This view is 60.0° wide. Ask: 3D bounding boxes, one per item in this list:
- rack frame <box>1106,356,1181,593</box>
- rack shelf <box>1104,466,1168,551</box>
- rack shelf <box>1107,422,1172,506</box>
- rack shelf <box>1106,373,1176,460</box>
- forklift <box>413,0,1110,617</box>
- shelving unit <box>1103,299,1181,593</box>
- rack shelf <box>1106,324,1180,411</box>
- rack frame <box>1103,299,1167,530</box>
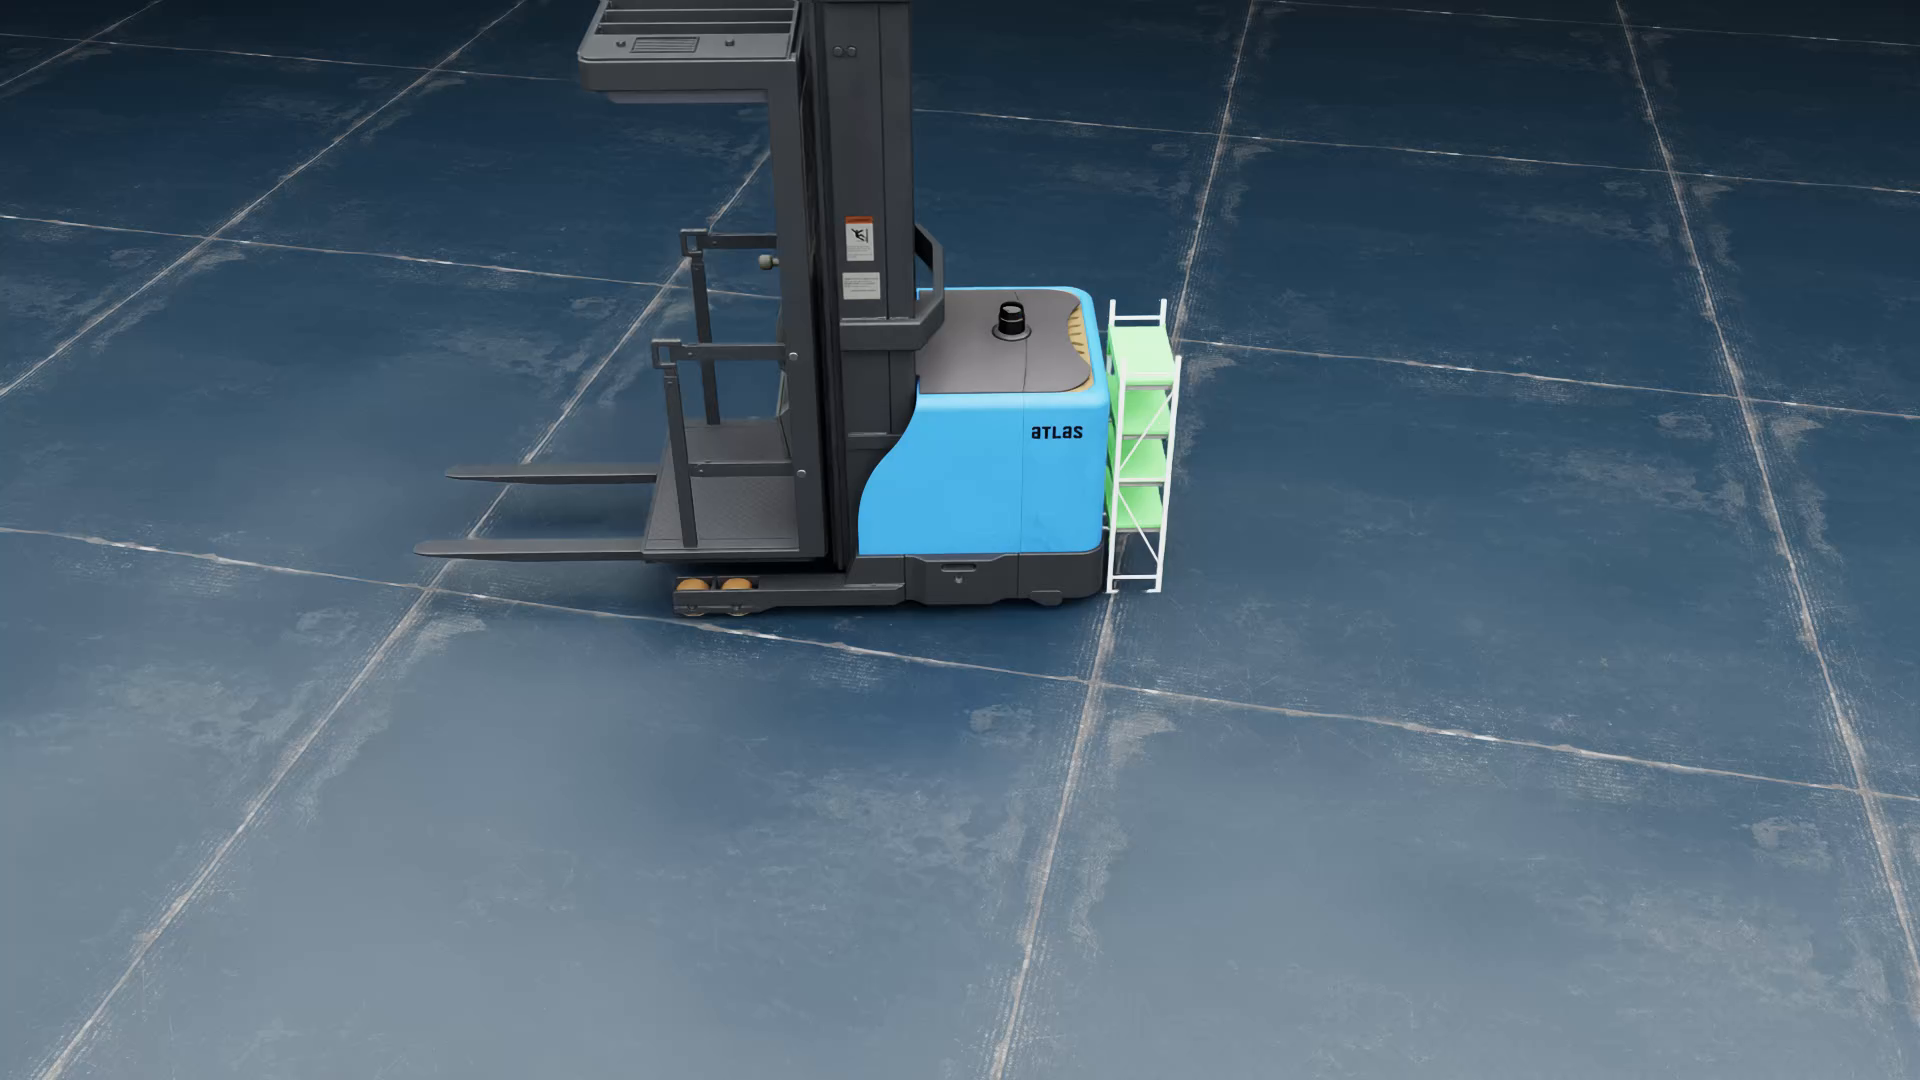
[{"bbox_3d":[0.774,-0.254,7.078,0.240,1.200,0.015,-1,36,-1],"label":"rack frame"},{"bbox_3d":[0.769,-0.152,7.454,0.258,0.148,0.480,-1,36,-1],"label":"rack shelf"},{"bbox_3d":[0.769,-0.346,7.313,0.258,0.148,0.480,-1,36,-1],"label":"rack shelf"},{"bbox_3d":[0.769,-0.540,7.173,0.258,0.148,0.480,-1,36,-1],"label":"rack shelf"},{"bbox_3d":[-0.897,-1.166,6.861,3.031,2.935,1.130,-1,36,-1],"label":"forklift"},{"bbox_3d":[0.769,-0.398,7.276,0.258,1.200,0.503,-1,36,-1],"label":"shelving unit"},{"bbox_3d":[0.769,-0.734,7.032,0.258,0.148,0.480,-1,36,-1],"label":"rack shelf"},{"bbox_3d":[0.764,-0.541,7.474,0.240,1.200,0.015,-1,36,-1],"label":"rack frame"}]
